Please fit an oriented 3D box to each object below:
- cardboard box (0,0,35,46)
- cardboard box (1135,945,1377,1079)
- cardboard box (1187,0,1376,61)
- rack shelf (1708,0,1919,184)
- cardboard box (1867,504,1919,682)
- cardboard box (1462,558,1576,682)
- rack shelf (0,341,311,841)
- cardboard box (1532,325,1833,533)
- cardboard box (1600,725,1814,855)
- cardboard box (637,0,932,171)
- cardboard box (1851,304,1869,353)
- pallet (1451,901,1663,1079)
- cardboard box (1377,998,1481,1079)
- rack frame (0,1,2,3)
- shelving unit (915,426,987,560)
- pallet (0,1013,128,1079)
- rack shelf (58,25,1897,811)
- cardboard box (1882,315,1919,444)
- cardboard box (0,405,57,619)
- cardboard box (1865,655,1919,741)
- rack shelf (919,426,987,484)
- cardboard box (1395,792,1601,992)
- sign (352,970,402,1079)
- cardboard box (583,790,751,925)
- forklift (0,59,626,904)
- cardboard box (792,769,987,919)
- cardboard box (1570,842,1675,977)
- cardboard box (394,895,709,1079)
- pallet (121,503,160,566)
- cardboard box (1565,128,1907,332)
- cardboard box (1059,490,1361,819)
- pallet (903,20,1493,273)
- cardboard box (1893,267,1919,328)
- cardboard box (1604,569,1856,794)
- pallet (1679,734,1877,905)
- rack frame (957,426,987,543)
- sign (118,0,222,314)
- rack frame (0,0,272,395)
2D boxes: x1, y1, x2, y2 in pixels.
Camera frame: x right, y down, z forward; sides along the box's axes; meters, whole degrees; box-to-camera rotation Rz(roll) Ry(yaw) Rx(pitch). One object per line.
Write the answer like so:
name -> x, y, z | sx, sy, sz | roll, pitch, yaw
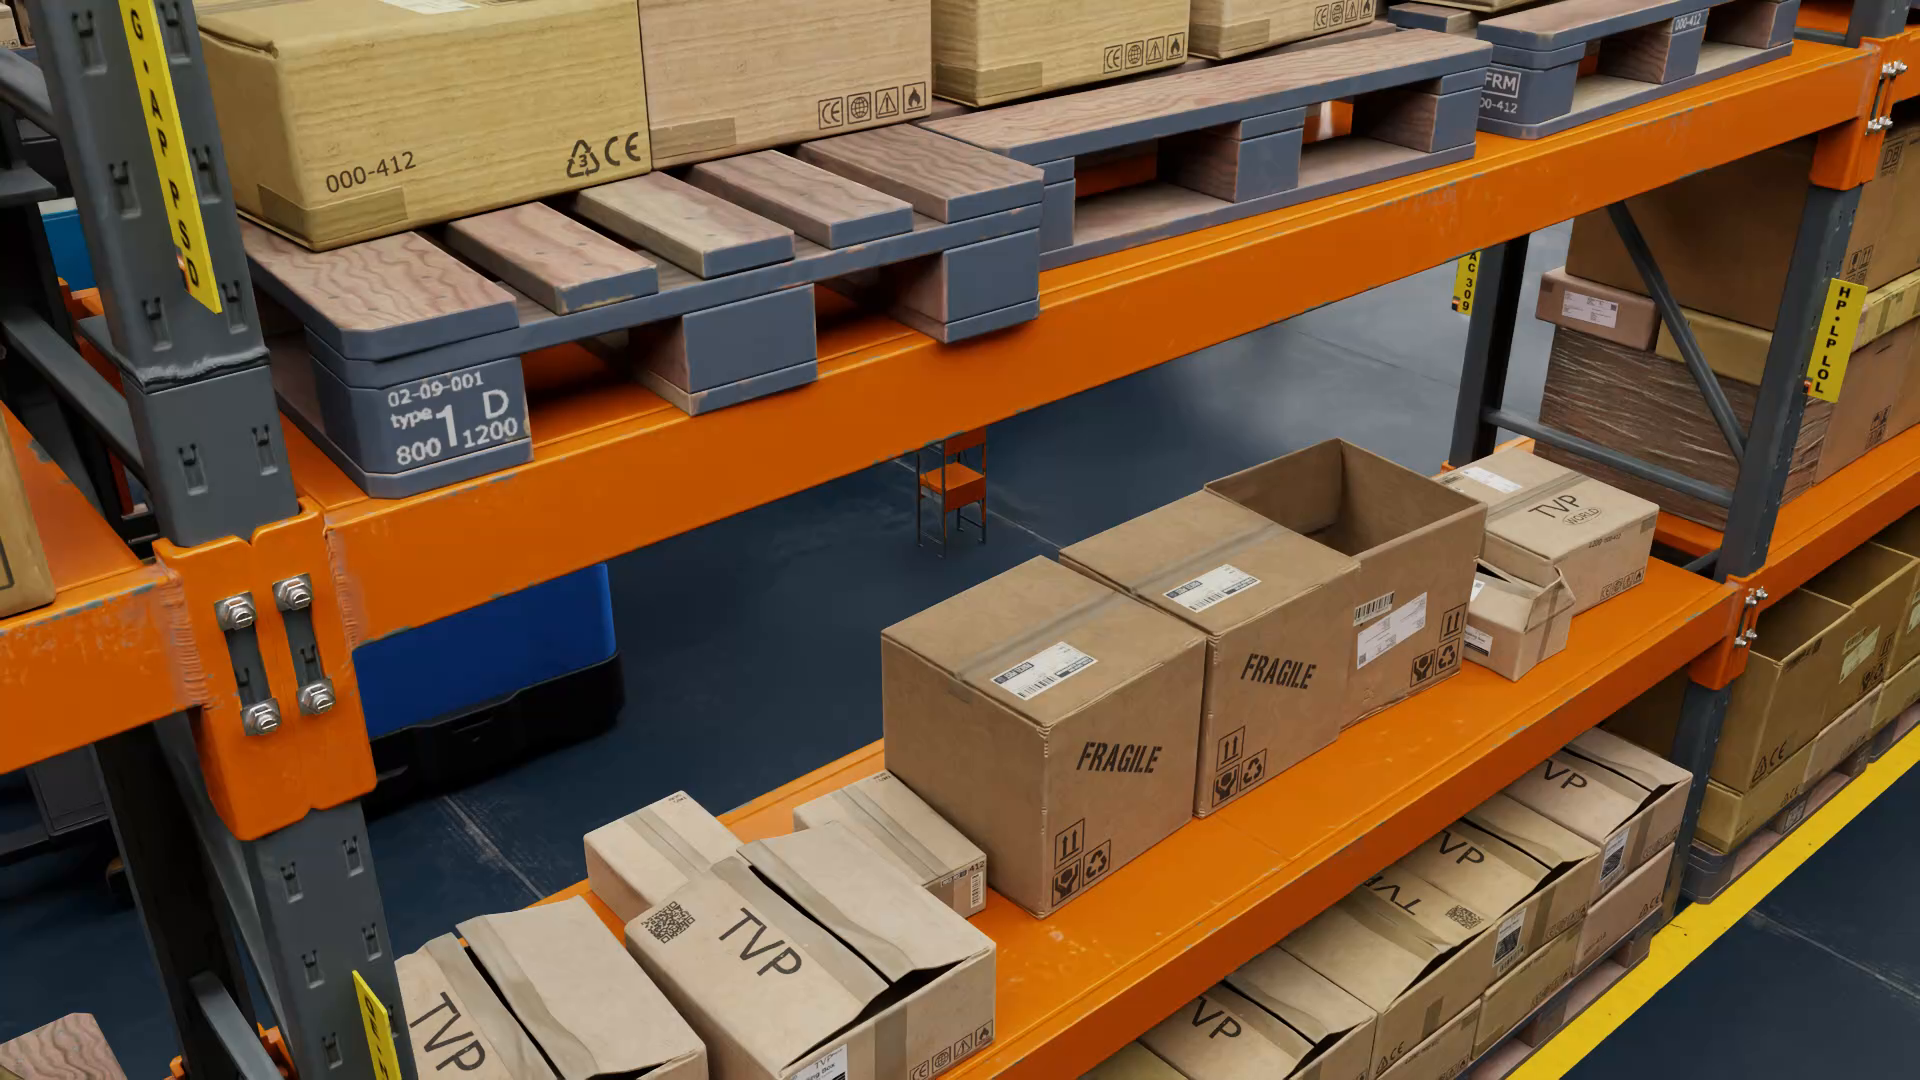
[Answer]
cardboard box -> -5.730, -3.464, 10.494 | 0.637, 0.503, 0.797 | -18, 33, -30
cardboard box -> 0.676, 1.229, 4.145 | 0.500, 0.311, 0.500 | -22, 35, -36
cardboard box -> 0.462, -1.123, 3.199 | 0.500, 0.250, 0.500 | 25, 37, 38
rack shelf -> 3.477, -1.861, 5.631 | 4.000, 0.370, 1.077 | -22, 35, -35
cardboard box -> 3.273, 0.118, 6.024 | 0.500, 0.500, 0.500 | -22, 35, -35
cardboard box -> 1.406, 0.151, 4.428 | 0.258, 0.266, 0.396 | -23, 36, -36
rack shelf -> -2.609, 0.586, 1.051 | 4.000, 0.370, 1.077 | -22, 35, -35
cardboard box -> 2.289, -0.426, 5.258 | 0.500, 0.500, 0.700 | -23, 36, -36
cardboard box -> 2.505, 0.751, 5.634 | 0.500, 0.250, 0.500 | -22, 35, -35
cardboard box -> -0.391, -0.788, 2.573 | 0.500, 0.250, 0.500 | -21, 34, -34
cardboard box -> 2.477, -0.663, 5.014 | 0.250, 0.149, 0.380 | -21, 35, -34
pallet -> 1.421, 1.226, 5.233 | 1.213, 0.211, 1.003 | -22, 35, -35
cardboard box -> 1.054, 1.325, 4.559 | 0.500, 0.250, 0.500 | -21, 35, -34
rack frame -> -10.903, -7.350, 18.321 | 0.127, 3.000, 1.000 | -22, 35, -35
shelving unit -> -0.041, -0.447, 7.472 | 0.252, 1.050, 0.215 | -22, 35, -35
pallet -> -1.557, 1.297, 2.344 | 1.003, 0.211, 1.213 | -22, 35, -35
rack shelf -> 0.434, -0.637, 3.341 | 4.000, 0.370, 1.077 | -22, 35, -35
cardboard box -> 3.071, -0.741, 5.849 | 0.500, 0.500, 0.700 | -21, 35, -34
cardboard box -> -1.397, -0.241, 1.731 | 0.500, 0.500, 0.910 | -22, 35, -35
cardboard box -> 3.273, 0.449, 6.200 | 0.500, 0.250, 0.500 | -22, 35, -35
rack shelf -> -0.041, -0.437, 7.477 | 0.240, 0.259, 0.215 | -22, 35, -35
cardboard box -> 1.442, 0.925, 4.714 | 0.500, 0.311, 0.500 | -21, 34, -34
sign -> -0.728, 0.696, 2.121 | 0.005, 0.325, 0.100 | -22, 35, -35
cardboard box -> -0.582, 0.717, 3.493 | 0.250, 0.149, 0.380 | -22, 35, -35
forklift -> -2.790, -0.379, 5.349 | 3.031, 2.935, 1.130 | -18, 33, -30
cardboard box -> -0.153, 0.681, 3.561 | 0.250, 0.149, 0.380 | -19, 34, -31
cardboard box -> 1.829, 1.015, 5.141 | 0.500, 0.250, 0.500 | -22, 35, -35
cardboard box -> -0.782, 0.924, 2.933 | 0.500, 0.311, 0.500 | -19, 34, -32
pallet -> -3.685, 0.210, 7.134 | 1.213, 0.211, 1.003 | -22, 35, -35
cardboard box -> 2.289, -0.998, 4.952 | 0.500, 0.500, 0.700 | -22, 35, -35
cardboard box -> 0.579, 0.256, 3.983 | 0.500, 0.500, 0.500 | -22, 35, -35
pallet -> 0.220, -0.842, 3.162 | 1.213, 0.211, 1.003 | -20, 34, -33
cardboard box -> 2.871, -0.824, 5.314 | 0.250, 0.149, 0.380 | -22, 35, -35
cardboard box -> 2.512, 0.424, 5.451 | 0.500, 0.500, 0.500 | -22, 35, -35
pallet -> 2.588, 0.758, 6.108 | 1.213, 0.211, 1.003 | -22, 35, -35
rack frame -> 0.052, -0.484, 7.542 | 0.008, 1.050, 0.200 | -22, 35, -35
sign -> -0.736, -0.376, 1.539 | 0.005, 0.325, 0.100 | -22, 35, -35
rack frame -> -1.087, -1.666, 1.320 | 0.127, 3.000, 1.000 | -22, 35, -35
